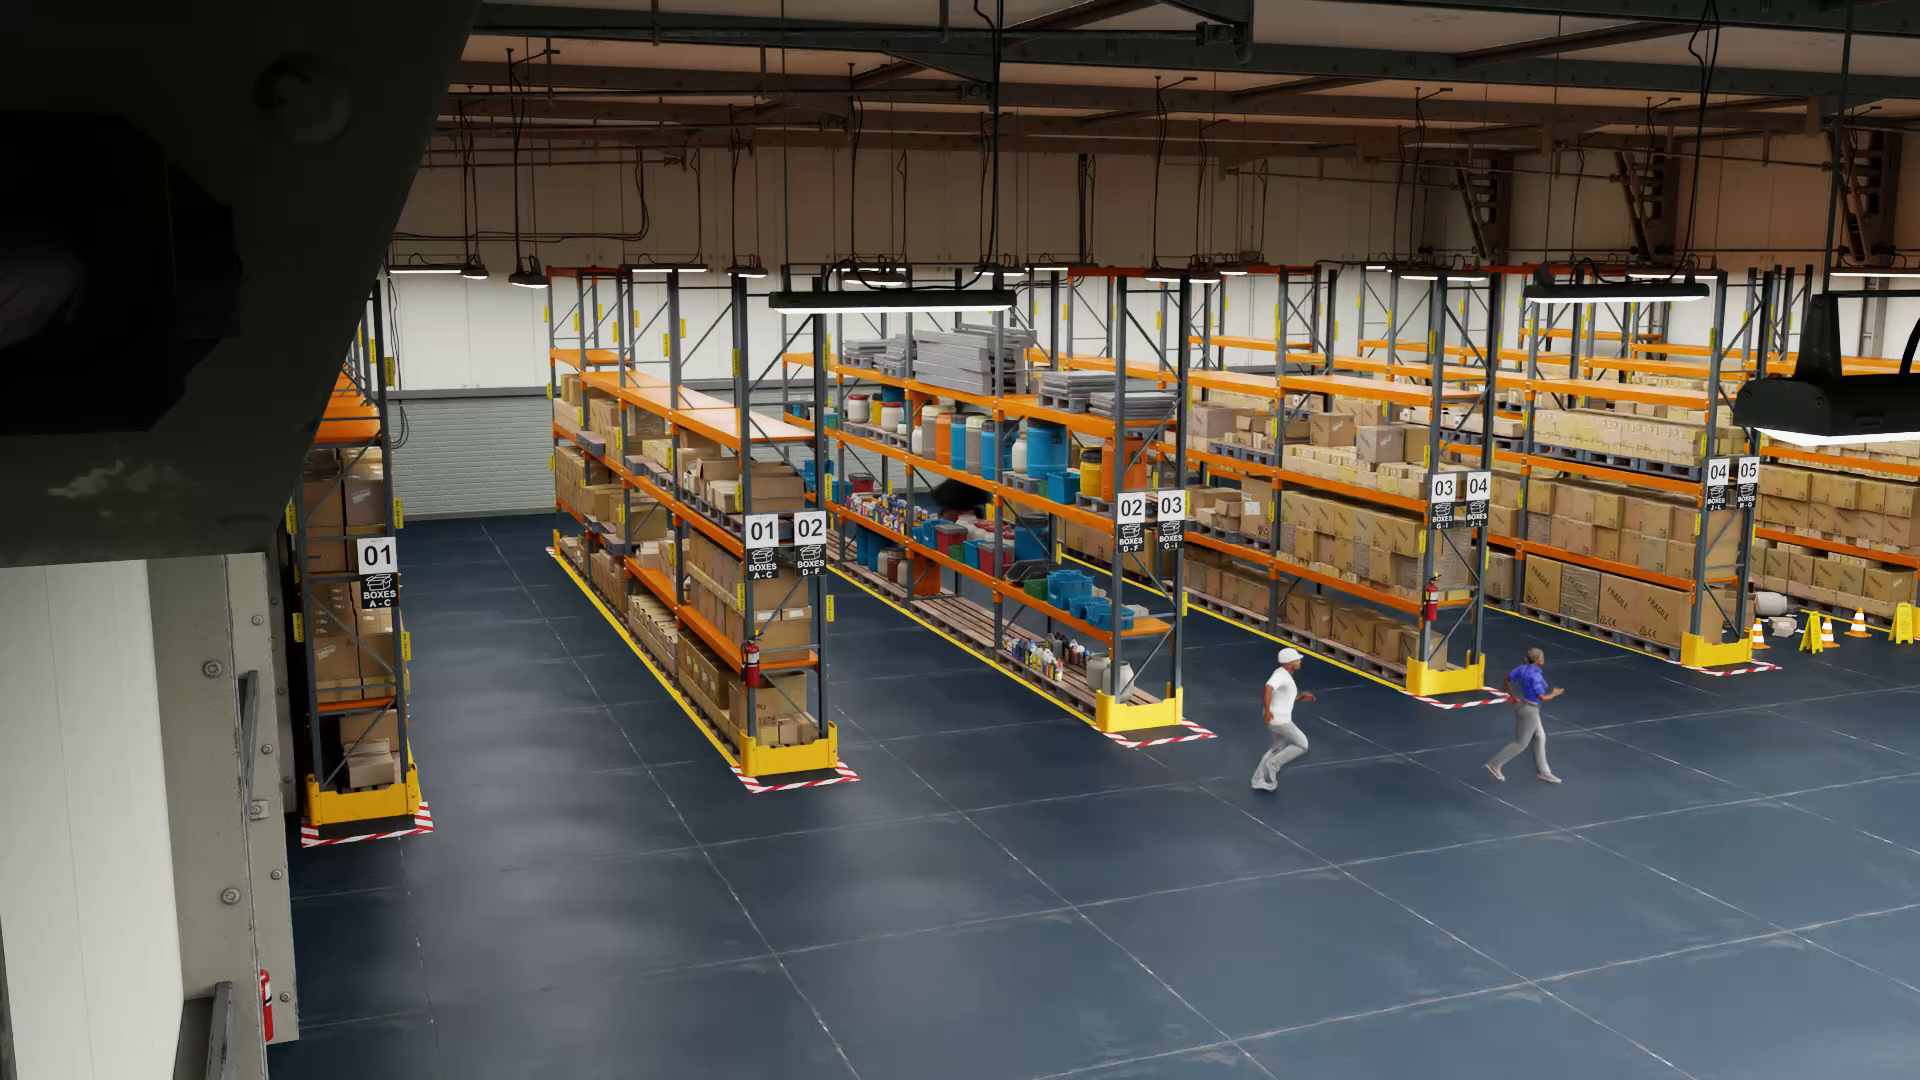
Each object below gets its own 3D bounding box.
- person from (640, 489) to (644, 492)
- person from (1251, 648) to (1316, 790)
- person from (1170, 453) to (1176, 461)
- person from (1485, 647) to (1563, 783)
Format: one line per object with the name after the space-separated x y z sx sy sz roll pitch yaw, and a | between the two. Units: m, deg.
-6.842 -0.686 36.007 0.717 1.592 0.586 4 11 20 | person
3.807 2.113 19.518 0.730 1.707 0.746 1 10 7 | person
5.415 -1.780 41.682 0.641 1.778 0.694 9 13 41 | person
6.742 2.086 19.779 0.910 1.662 0.566 0 10 3 | person
